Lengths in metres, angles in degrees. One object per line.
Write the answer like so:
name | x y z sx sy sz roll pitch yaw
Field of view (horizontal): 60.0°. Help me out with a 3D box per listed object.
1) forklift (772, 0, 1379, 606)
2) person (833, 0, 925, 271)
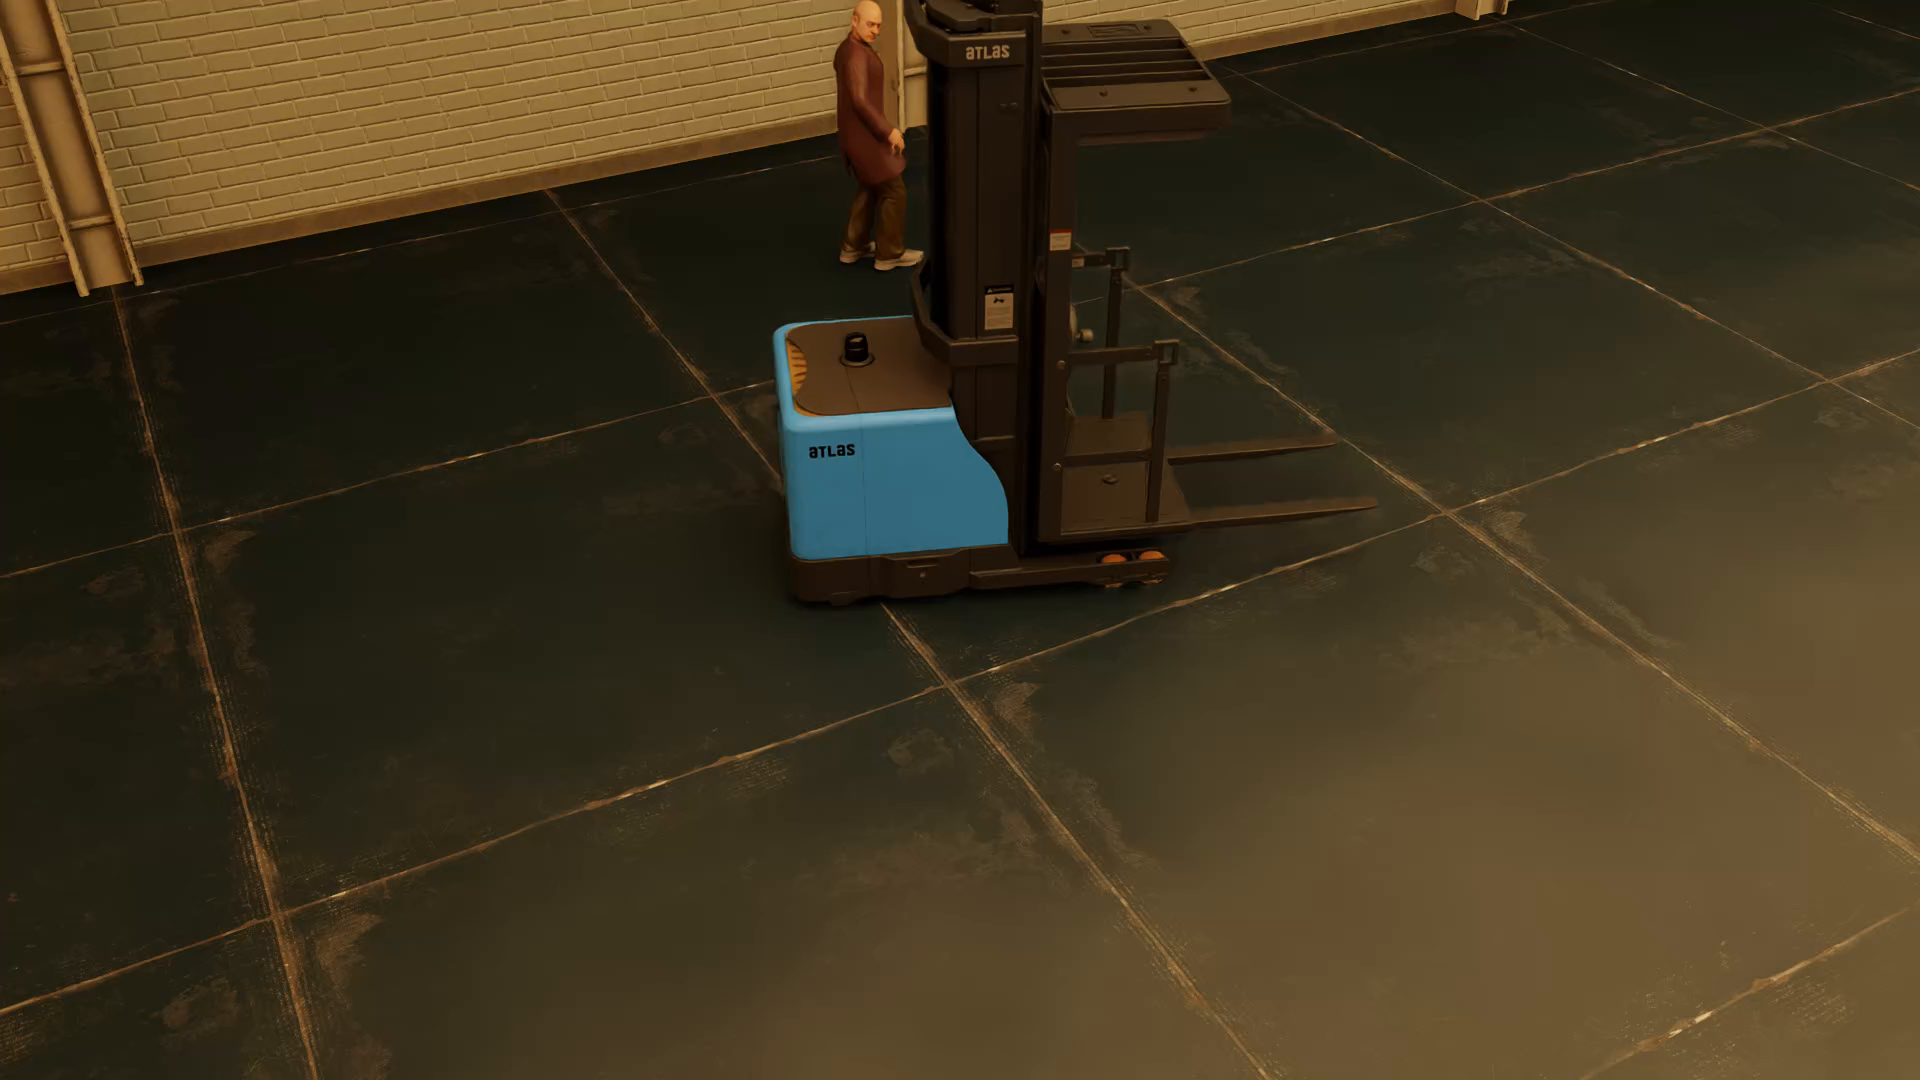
forklift | 0.607 -1.257 7.901 3.031 2.935 1.130 -5 36 -7
person | -0.558 -2.650 10.907 0.552 1.749 0.790 -13 37 -17
